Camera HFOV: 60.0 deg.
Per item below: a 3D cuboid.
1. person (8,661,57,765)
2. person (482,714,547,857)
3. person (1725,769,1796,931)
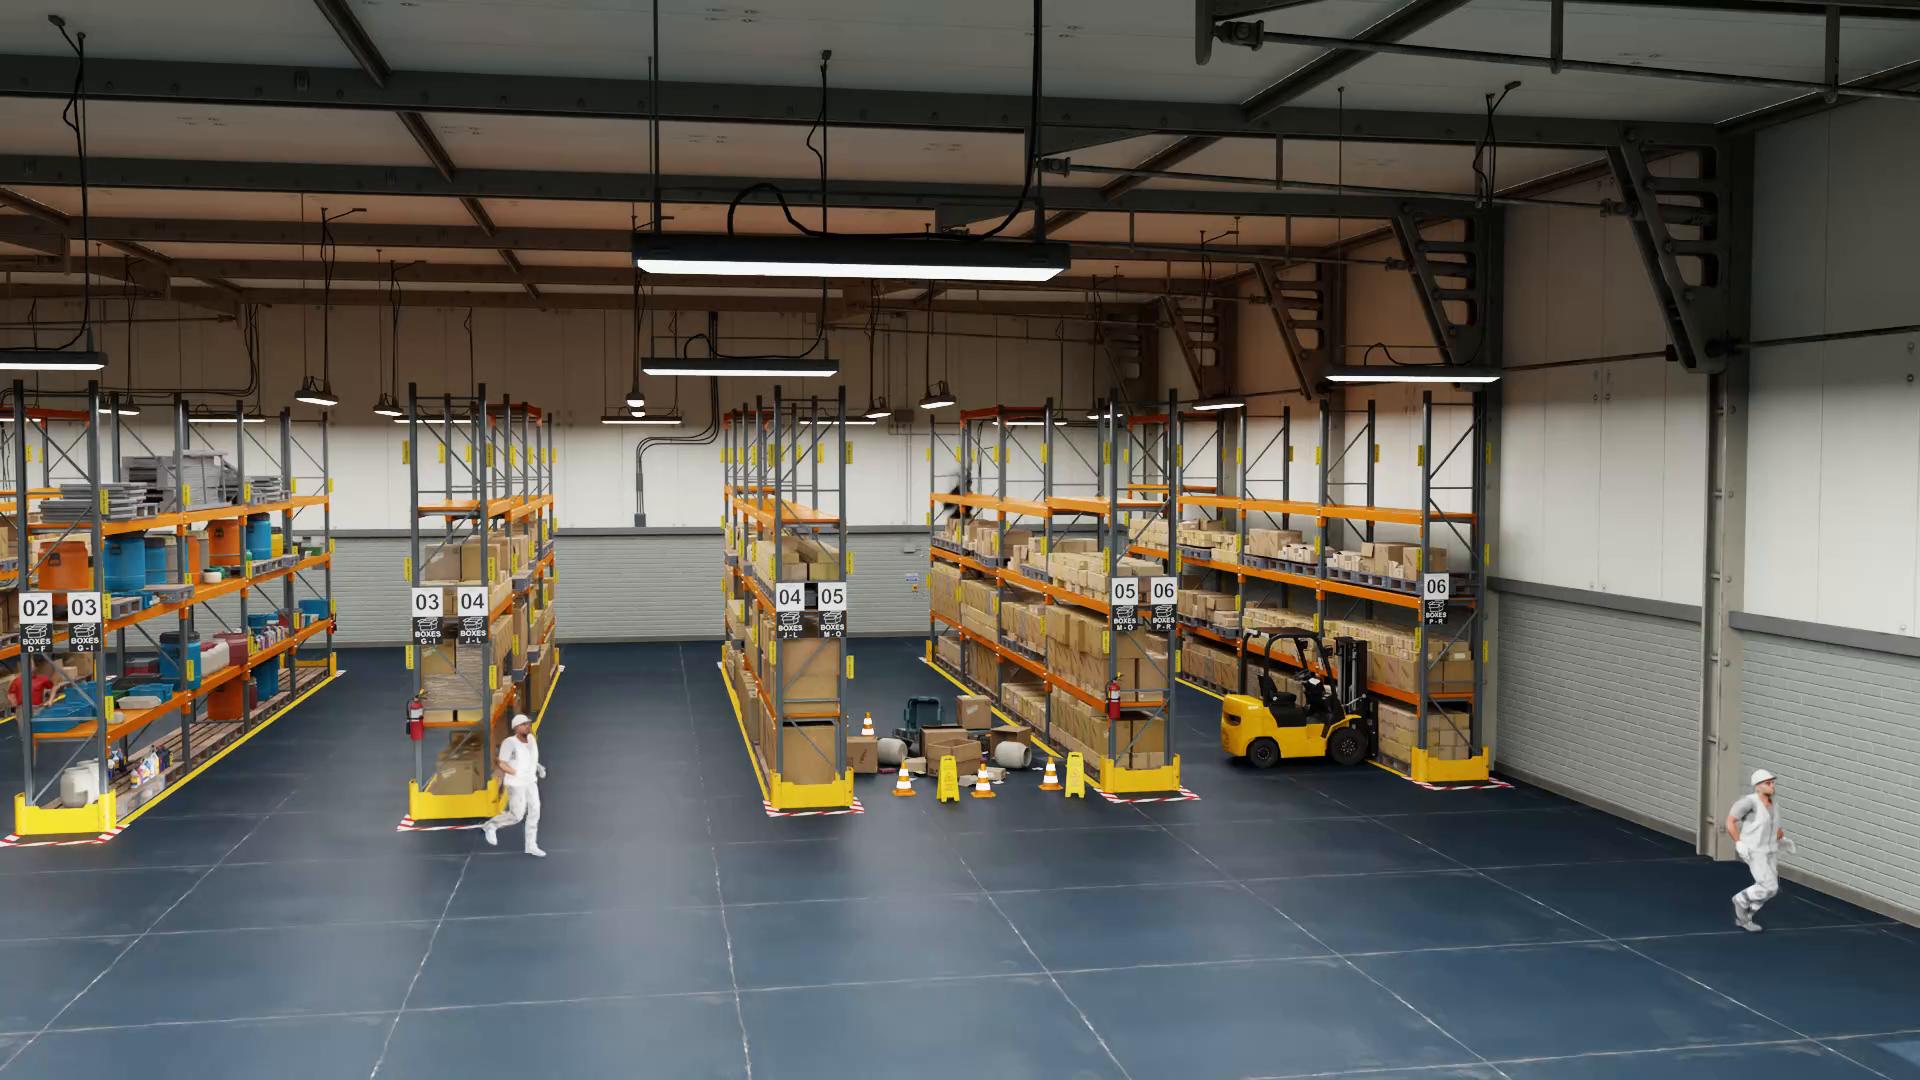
[{"bbox_3d":[-14.969,2.790,26.805,0.678,1.693,0.992,-1,3,-19],"label":"person"},{"bbox_3d":[-5.566,3.071,20.929,0.855,1.778,0.689,1,3,25],"label":"person"},{"bbox_3d":[8.391,3.259,17.396,0.608,1.719,0.590,-1,3,-26],"label":"person"}]
